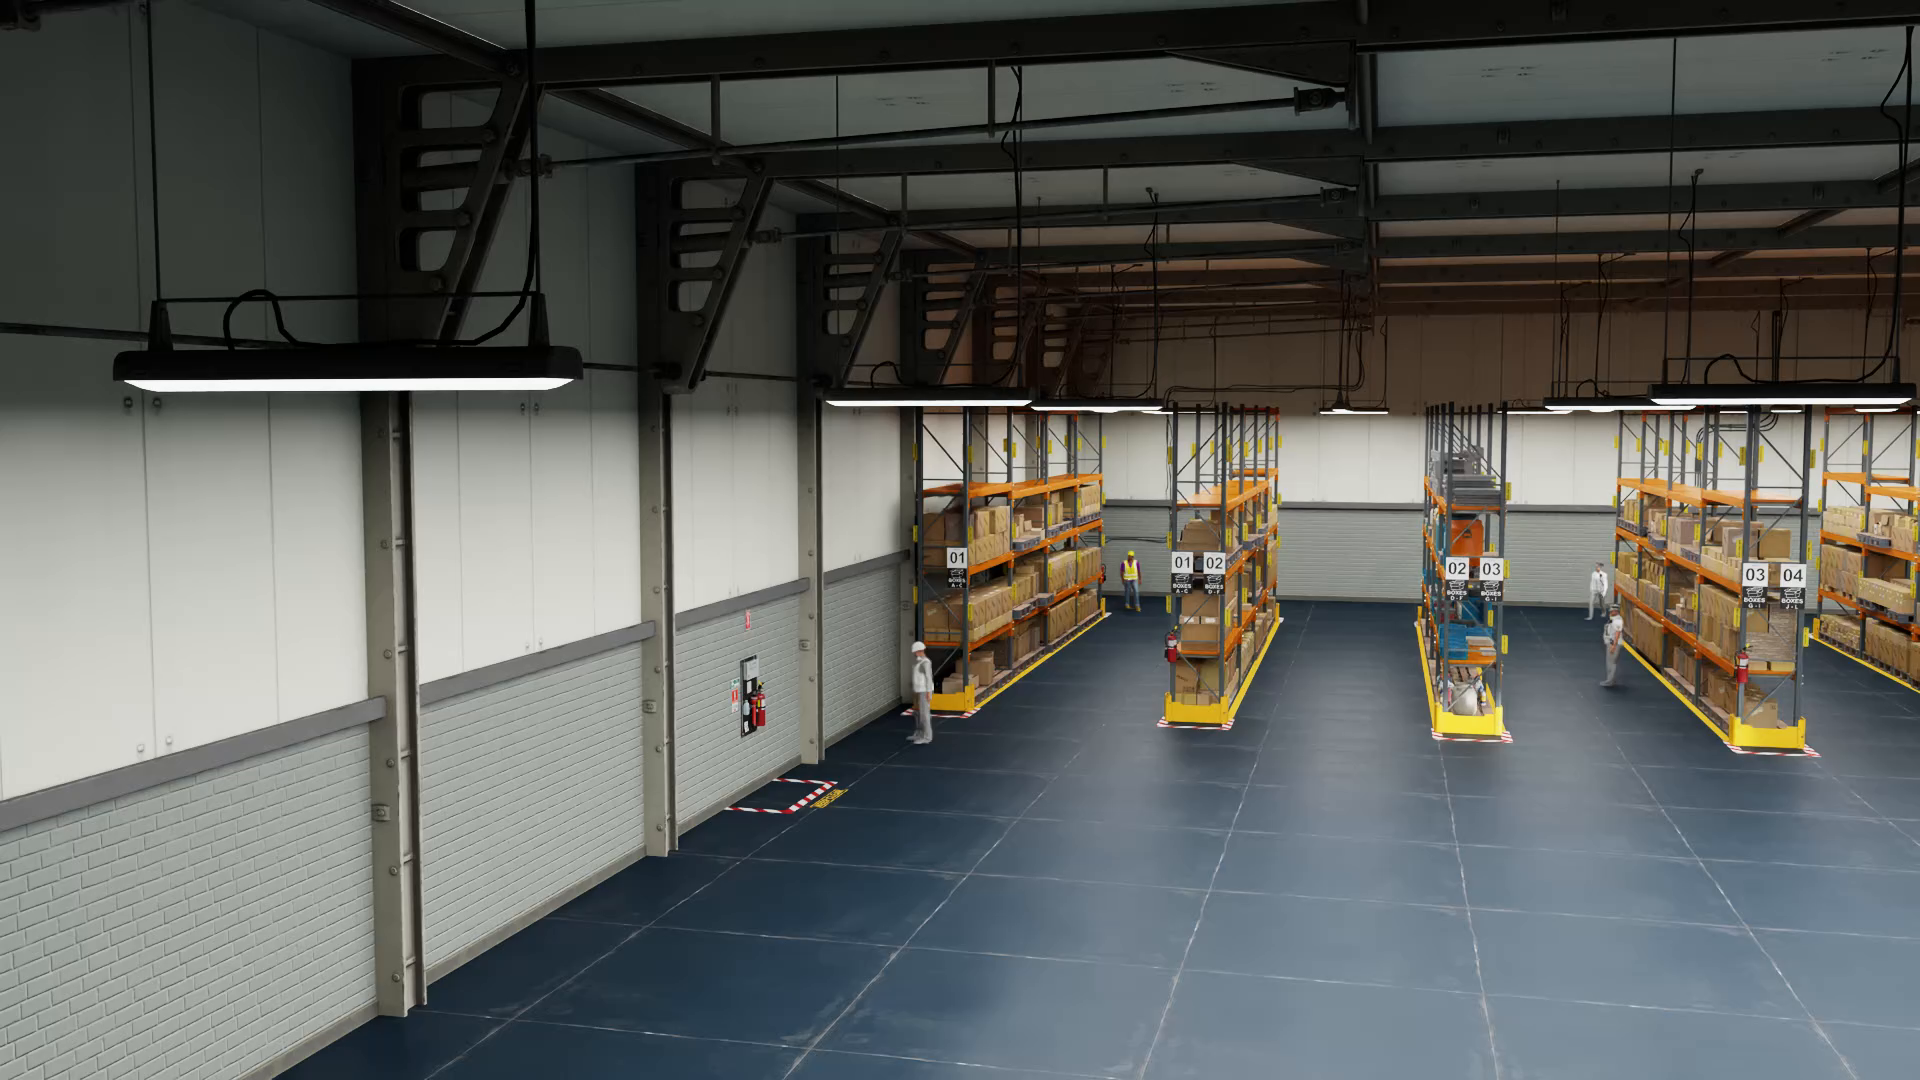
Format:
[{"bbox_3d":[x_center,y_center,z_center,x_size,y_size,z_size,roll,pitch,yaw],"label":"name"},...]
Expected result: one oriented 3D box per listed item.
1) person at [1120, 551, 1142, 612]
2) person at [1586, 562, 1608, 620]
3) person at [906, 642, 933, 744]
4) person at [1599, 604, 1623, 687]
[{"bbox_3d":[5.099,1.211,49.252,0.645,1.779,0.766,-1,4,-16],"label":"person"},{"bbox_3d":[18.013,1.434,46.935,0.523,1.636,0.958,3,5,35],"label":"person"},{"bbox_3d":[-0.710,2.673,29.296,0.440,1.770,0.605,-1,4,-15],"label":"person"},{"bbox_3d":[13.867,2.240,35.410,0.456,1.754,0.592,2,4,20],"label":"person"}]
